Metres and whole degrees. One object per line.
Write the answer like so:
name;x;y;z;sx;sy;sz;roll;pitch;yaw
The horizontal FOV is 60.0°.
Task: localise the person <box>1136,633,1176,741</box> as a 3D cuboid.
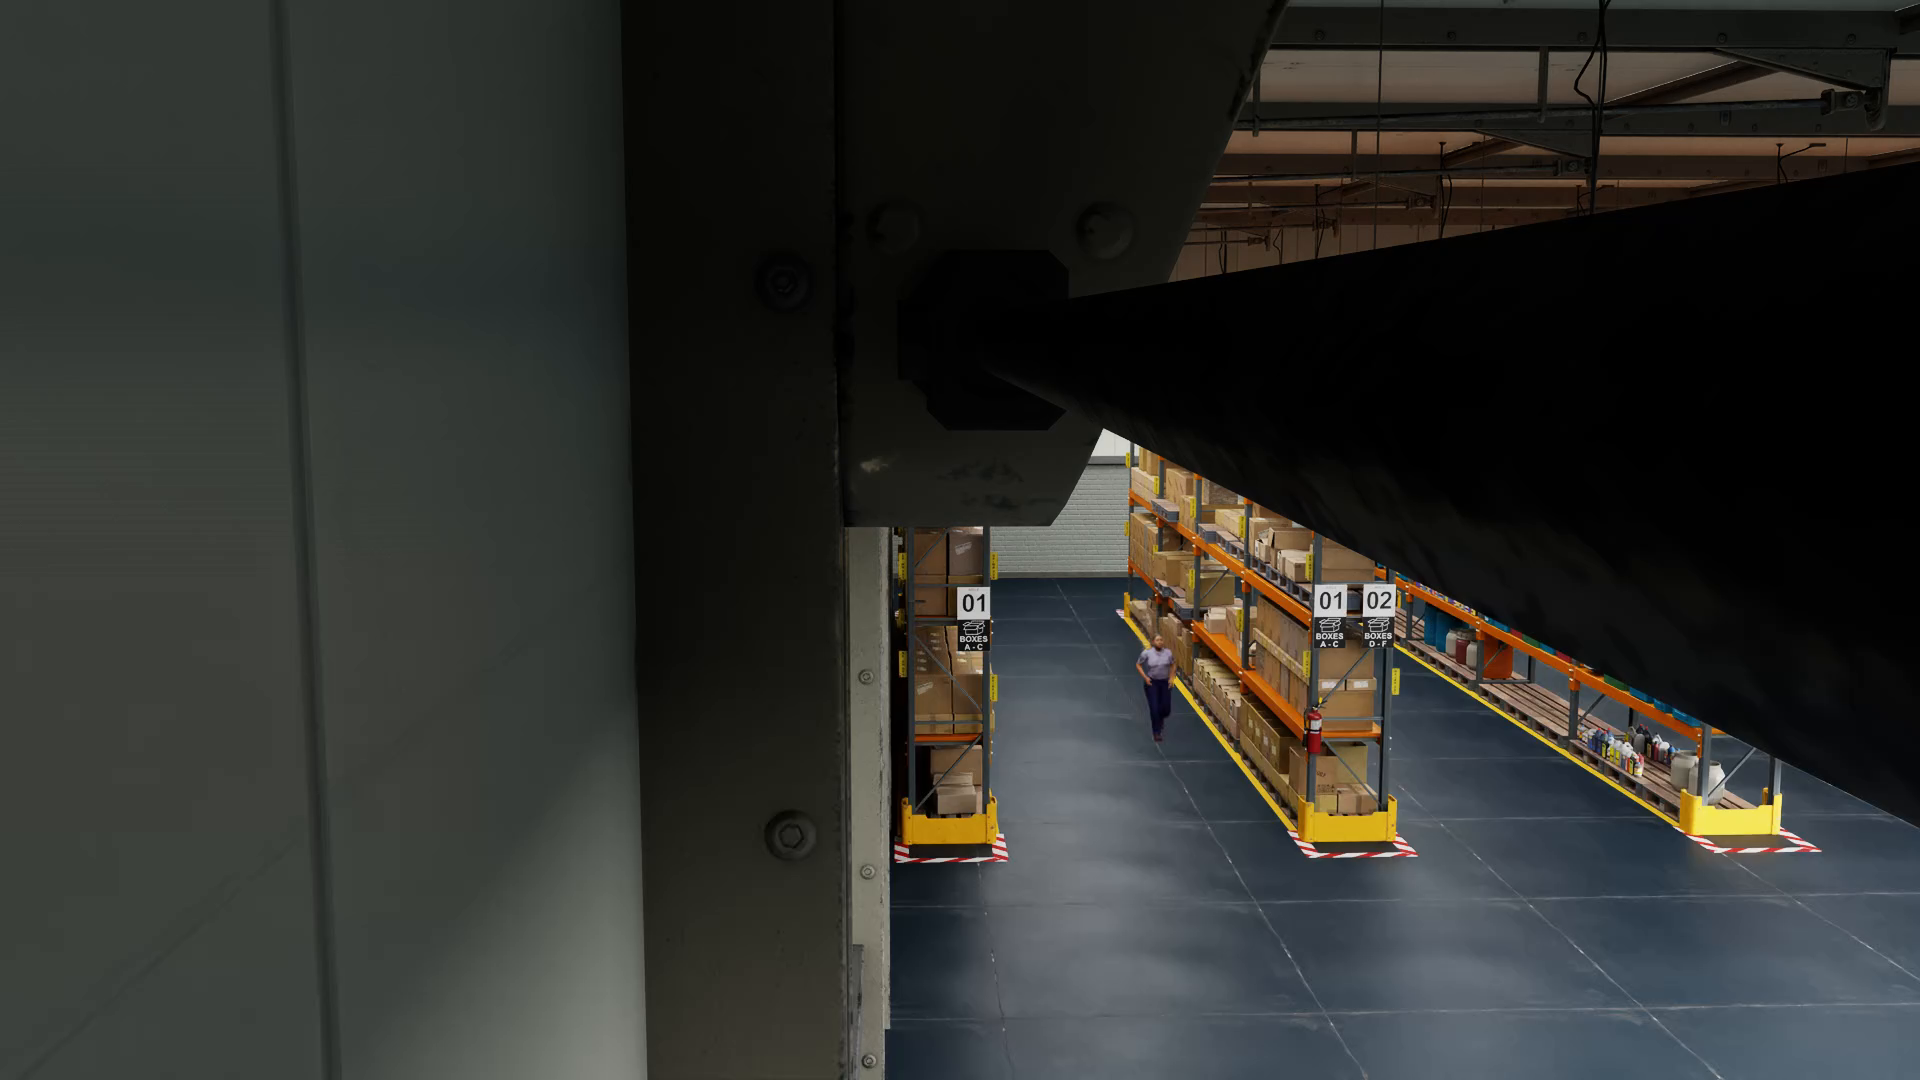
person;2.970;2.203;25.207;0.614;1.618;0.598;-1;7;-8
